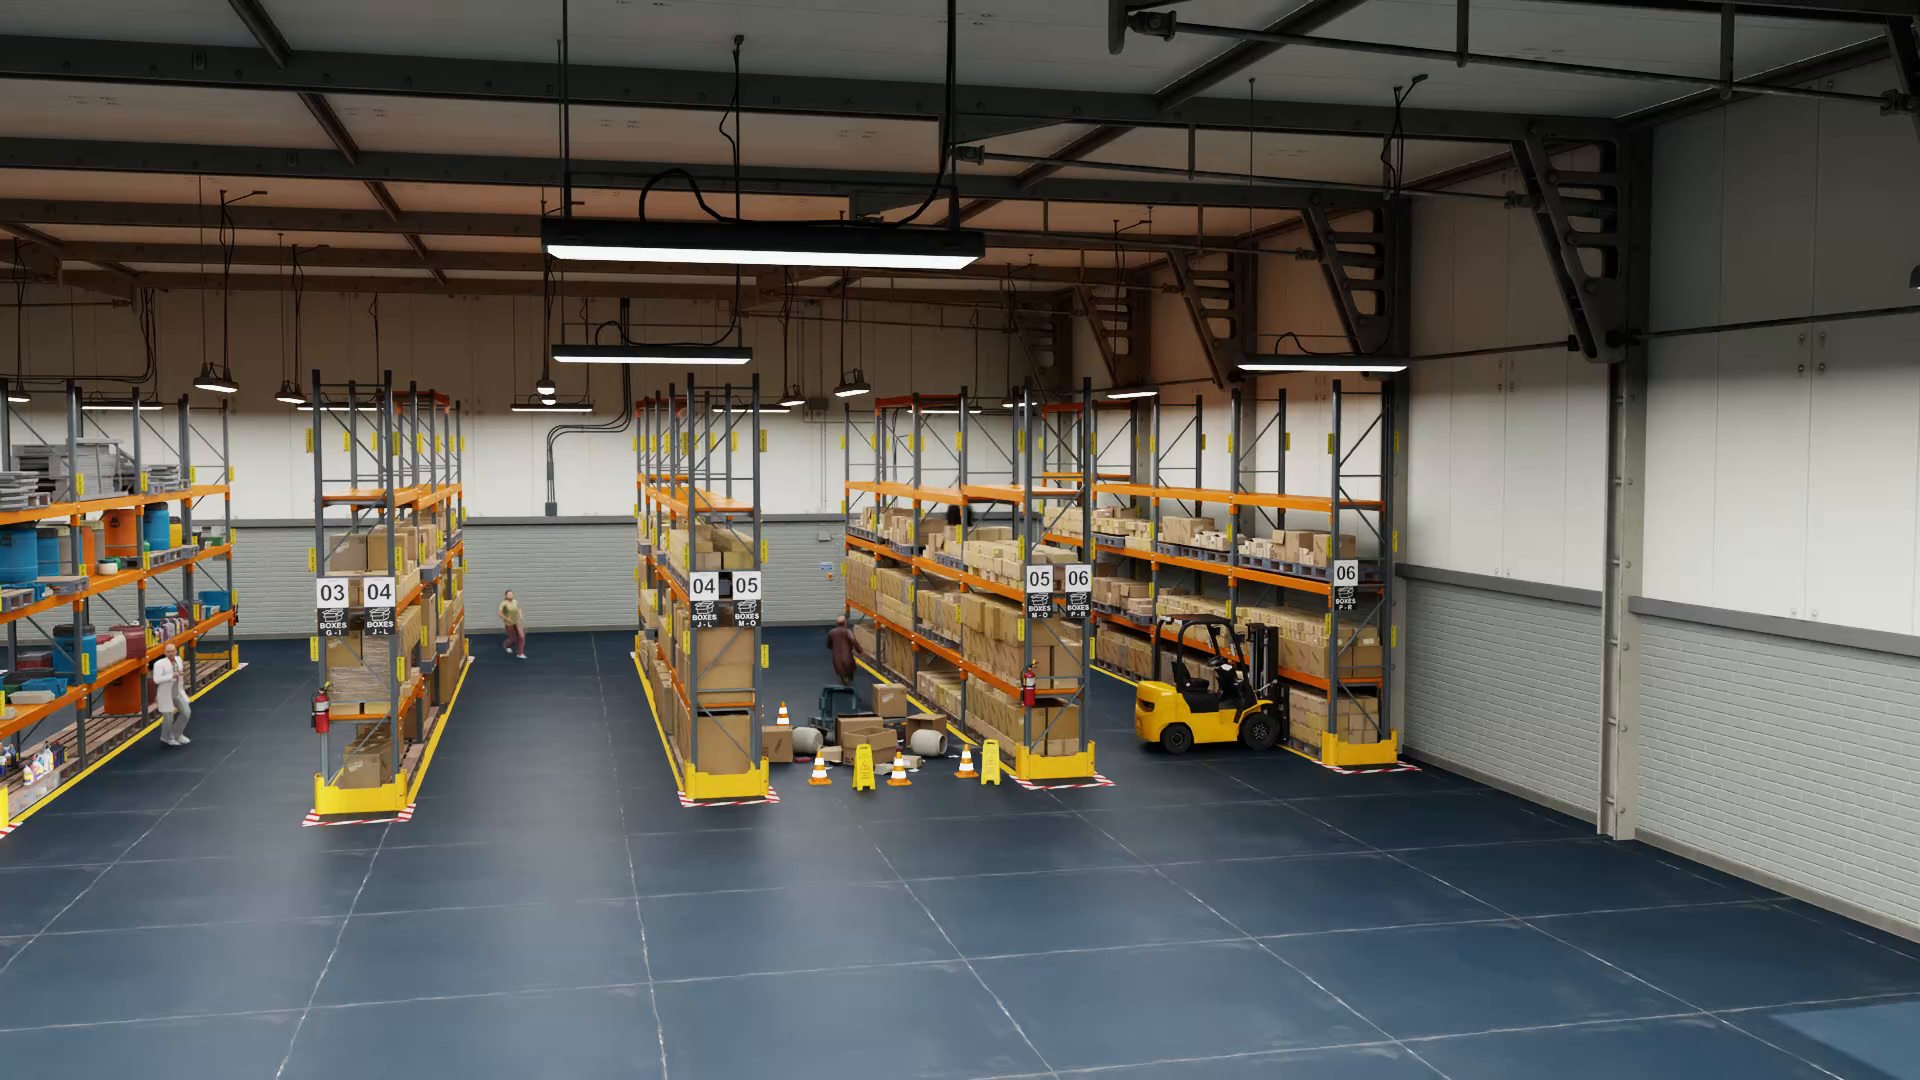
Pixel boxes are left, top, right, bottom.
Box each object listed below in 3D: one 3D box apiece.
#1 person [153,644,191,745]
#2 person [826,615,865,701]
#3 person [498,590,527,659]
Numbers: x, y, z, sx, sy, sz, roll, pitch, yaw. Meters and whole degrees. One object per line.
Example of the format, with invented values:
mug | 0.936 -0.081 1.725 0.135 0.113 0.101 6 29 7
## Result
person | -13.013 2.568 27.377 0.940 1.743 0.672 2 4 36
person | -2.227 2.331 31.990 0.822 1.727 0.735 1 3 12
person | -10.514 1.964 38.860 0.783 1.629 0.629 3 5 44
